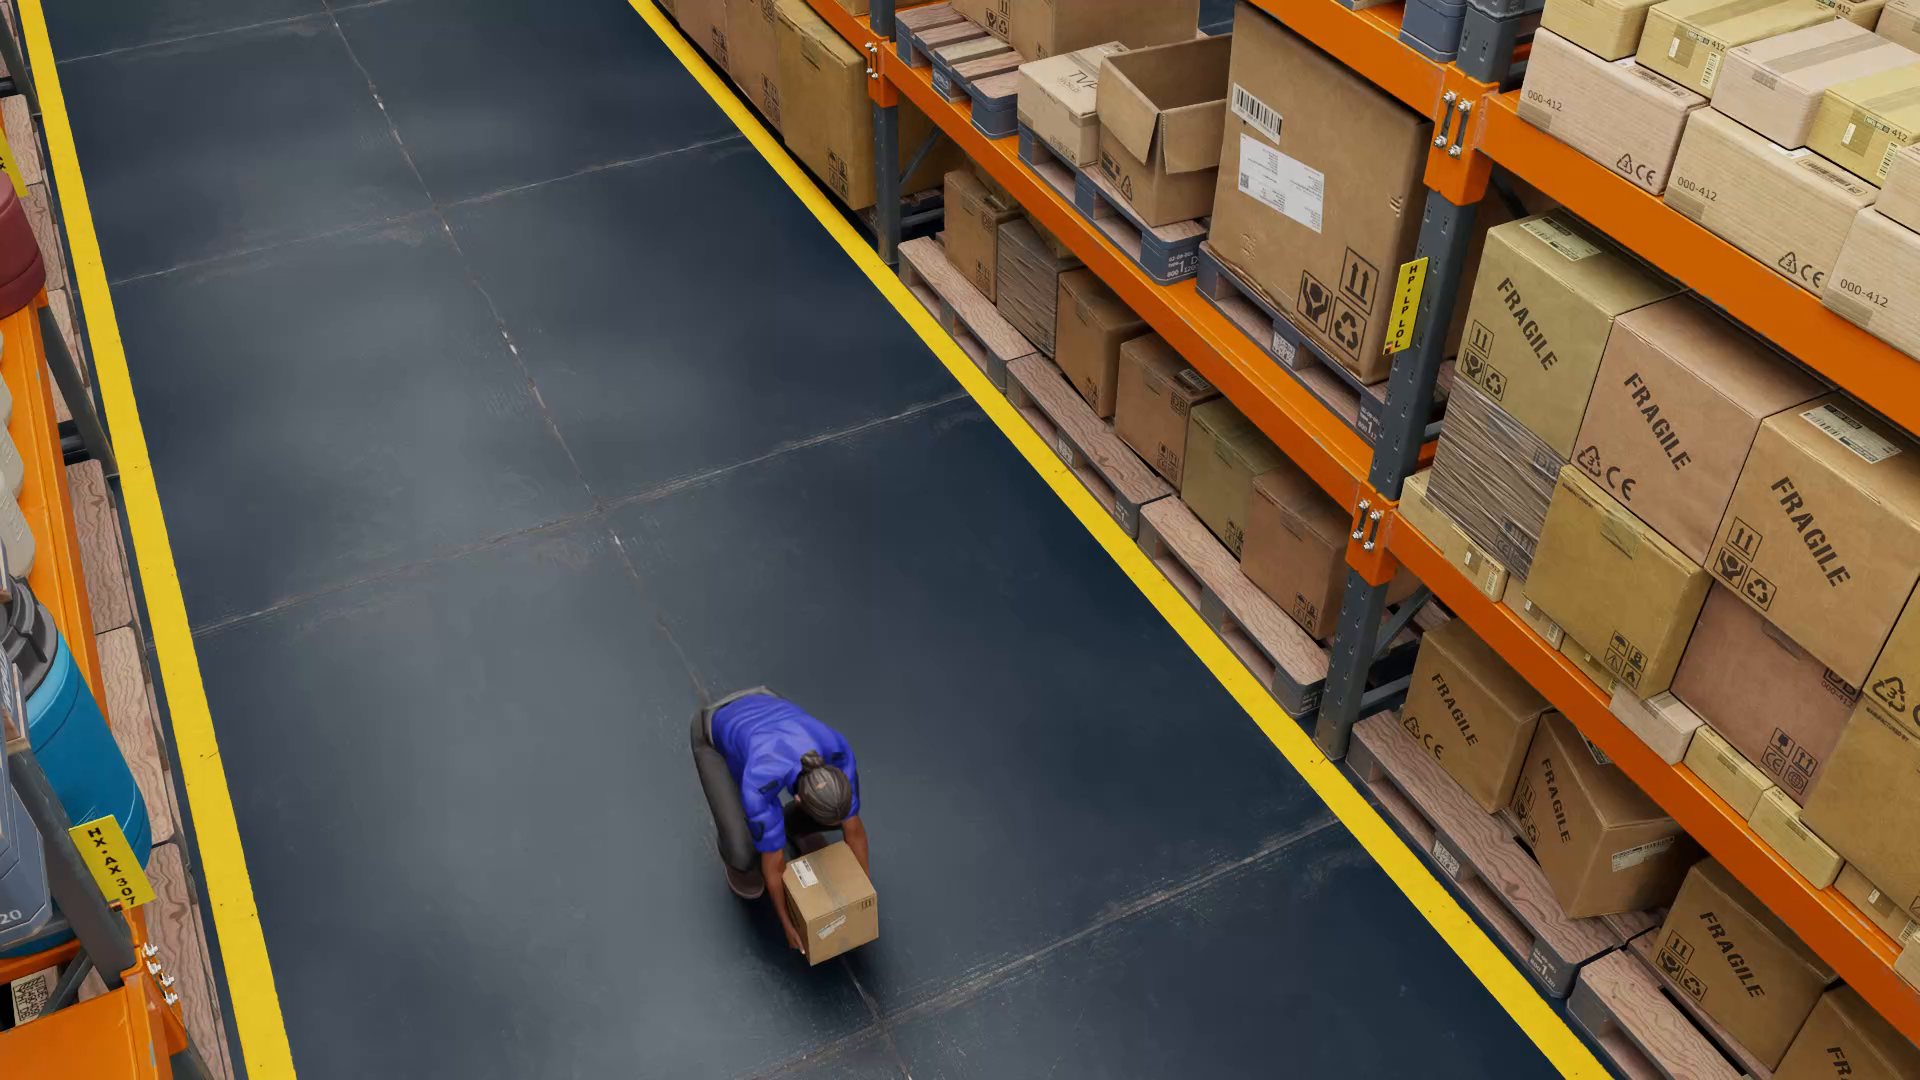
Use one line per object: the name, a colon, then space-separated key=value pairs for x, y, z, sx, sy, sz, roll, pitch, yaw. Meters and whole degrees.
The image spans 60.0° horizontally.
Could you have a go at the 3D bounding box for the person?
person: x=-0.600 y=0.909 z=5.684 sx=0.473 sy=0.939 sz=0.867 roll=-21 pitch=45 yaw=-22
